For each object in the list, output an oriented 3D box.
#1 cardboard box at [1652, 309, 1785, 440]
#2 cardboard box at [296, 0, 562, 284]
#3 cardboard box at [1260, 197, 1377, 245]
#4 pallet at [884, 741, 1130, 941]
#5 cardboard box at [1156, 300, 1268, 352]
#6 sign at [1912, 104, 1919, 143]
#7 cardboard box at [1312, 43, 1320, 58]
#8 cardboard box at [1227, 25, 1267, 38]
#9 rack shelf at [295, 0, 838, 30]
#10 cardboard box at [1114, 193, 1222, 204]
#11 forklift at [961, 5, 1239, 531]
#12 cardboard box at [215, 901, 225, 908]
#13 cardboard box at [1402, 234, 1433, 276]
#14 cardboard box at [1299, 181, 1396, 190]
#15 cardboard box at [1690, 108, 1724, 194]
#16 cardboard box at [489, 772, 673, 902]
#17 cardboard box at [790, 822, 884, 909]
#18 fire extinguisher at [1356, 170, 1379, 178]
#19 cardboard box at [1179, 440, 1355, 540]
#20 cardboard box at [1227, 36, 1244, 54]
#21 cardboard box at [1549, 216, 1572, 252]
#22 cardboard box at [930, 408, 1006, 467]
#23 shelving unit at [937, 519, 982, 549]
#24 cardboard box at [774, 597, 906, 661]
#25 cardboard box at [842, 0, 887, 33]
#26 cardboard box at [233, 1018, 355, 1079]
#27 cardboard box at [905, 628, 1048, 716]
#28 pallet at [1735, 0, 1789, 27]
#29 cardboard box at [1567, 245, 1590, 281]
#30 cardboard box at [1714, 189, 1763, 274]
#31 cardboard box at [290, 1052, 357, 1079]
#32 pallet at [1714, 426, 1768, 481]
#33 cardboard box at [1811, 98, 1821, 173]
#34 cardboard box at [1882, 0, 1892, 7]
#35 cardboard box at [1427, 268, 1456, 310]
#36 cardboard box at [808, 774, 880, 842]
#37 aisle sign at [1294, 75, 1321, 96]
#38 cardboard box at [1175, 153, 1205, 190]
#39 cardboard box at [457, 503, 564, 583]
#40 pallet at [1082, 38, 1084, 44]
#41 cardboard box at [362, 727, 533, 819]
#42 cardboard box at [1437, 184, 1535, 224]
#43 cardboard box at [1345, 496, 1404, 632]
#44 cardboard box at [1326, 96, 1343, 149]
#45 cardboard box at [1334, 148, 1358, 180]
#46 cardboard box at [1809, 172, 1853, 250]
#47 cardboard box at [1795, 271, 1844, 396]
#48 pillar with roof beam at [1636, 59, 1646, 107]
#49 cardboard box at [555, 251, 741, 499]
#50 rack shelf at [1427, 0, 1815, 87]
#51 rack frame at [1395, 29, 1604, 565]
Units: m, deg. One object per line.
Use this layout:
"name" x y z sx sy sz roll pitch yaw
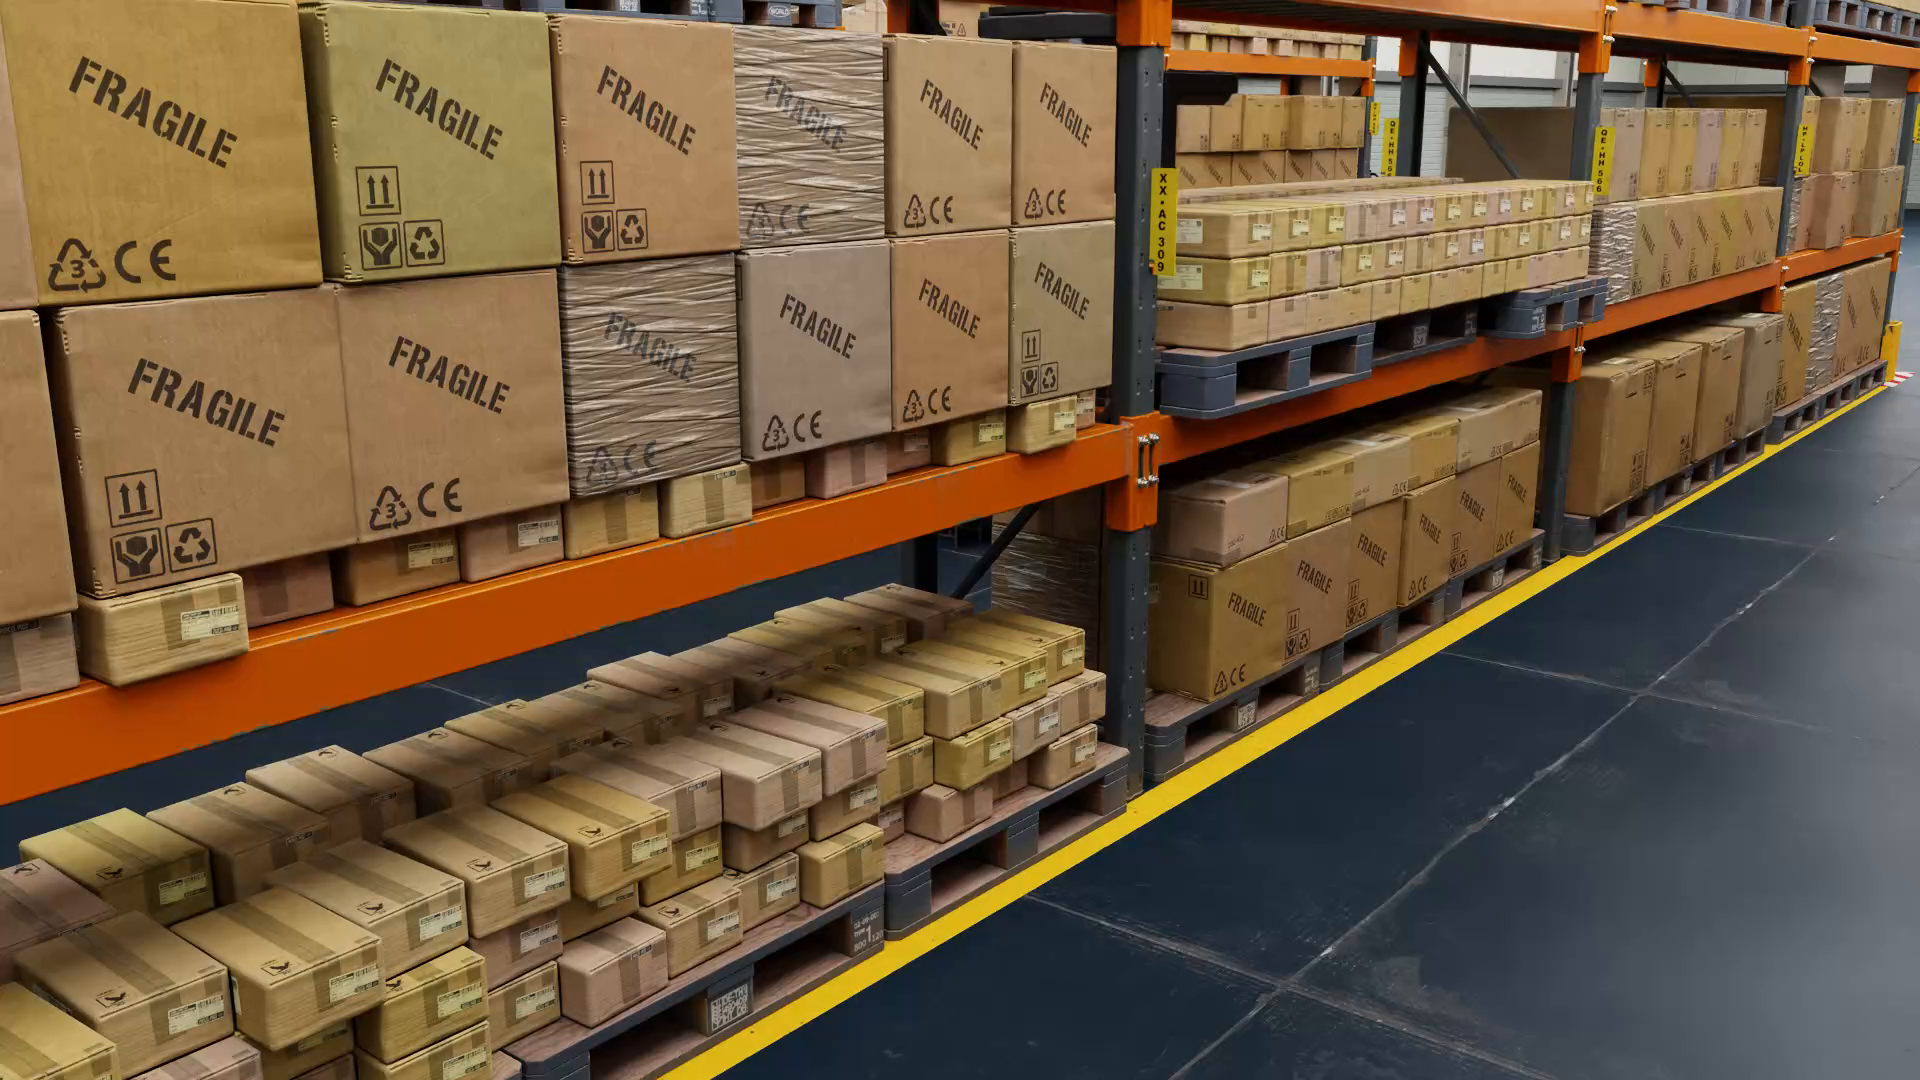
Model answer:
"cardboard box" 4.908 -1.160 11.314 1.050 0.750 0.750 11 18 37
"cardboard box" -1.169 -0.798 3.333 0.500 0.500 0.500 11 18 36
"cardboard box" 1.298 -1.173 6.096 0.380 0.149 0.250 11 18 37
"pallet" -0.194 0.838 5.396 1.003 0.211 1.213 11 18 38
"cardboard box" 0.806 -0.734 5.577 0.380 0.149 0.250 10 17 35
"sign" 8.156 -3.535 14.114 0.100 0.325 0.005 11 18 38
"cardboard box" 3.287 -4.776 16.251 0.380 0.149 0.250 11 18 38
"cardboard box" 2.446 -4.688 15.092 0.500 0.250 0.500 11 18 38
"rack shelf" -2.456 -2.883 9.747 1.077 0.370 4.000 11 18 38
"cardboard box" 0.798 -1.276 6.503 0.380 0.149 0.250 11 18 37
"forklift" 0.937 -1.730 9.982 1.130 2.935 3.031 12 19 39
"cardboard box" -1.630 0.872 3.932 0.380 0.149 0.250 11 18 37
"cardboard box" 1.626 -1.130 6.532 0.380 0.149 0.250 11 18 37
"cardboard box" 1.782 -1.577 7.686 0.380 0.149 0.250 10 18 35
"cardboard box" 4.281 -2.421 10.328 0.700 0.500 0.500 11 18 38
"cardboard box" -0.909 0.705 3.983 0.380 0.149 0.250 12 18 38
"cardboard box" -0.432 0.856 4.596 0.380 0.149 0.250 11 18 37
"fire extinguisher" 4.259 -3.606 17.381 0.296 0.674 0.183 11 18 38
"cardboard box" 1.203 -0.206 6.543 0.500 0.250 0.500 12 18 39
"cardboard box" 2.344 -4.478 15.075 0.380 0.149 0.250 11 18 36
"cardboard box" 2.591 -1.423 7.687 0.380 0.149 0.250 12 19 40
"cardboard box" -0.089 -0.327 4.828 0.380 0.149 0.250 12 19 40
"shelving unit" -0.039 -0.425 8.970 0.258 0.900 0.210 12 19 39
"cardboard box" -0.397 0.320 5.502 0.380 0.149 0.250 12 19 40
"cardboard box" -0.709 -3.632 11.509 0.396 0.266 0.258 11 18 38
"cardboard box" -1.484 0.987 3.477 0.380 0.149 0.250 12 18 38
"cardboard box" 0.049 0.406 5.163 0.380 0.149 0.250 12 18 38
"pallet" 4.690 -3.358 10.545 0.805 0.209 1.217 10 18 35
"cardboard box" 2.762 -1.330 7.923 0.380 0.149 0.250 12 18 38
"cardboard box" 4.791 -1.990 10.662 0.500 0.500 0.500 11 18 37
"cardboard box" -1.484 1.134 3.503 0.380 0.149 0.250 12 18 38
"pallet" 4.802 -0.669 11.327 1.003 0.211 1.213 11 18 38
"cardboard box" 5.742 -2.965 12.203 0.875 0.550 0.550 11 18 38
"cardboard box" 6.838 -4.122 12.618 0.380 0.149 0.250 12 18 38
"cardboard box" 1.783 -1.032 6.752 0.380 0.149 0.250 10 17 35
"cardboard box" -0.445 0.688 4.655 0.380 0.149 0.250 12 18 39
"aisle sign" 3.626 -5.012 17.482 0.394 0.787 0.004 11 18 38
"cardboard box" 1.808 -3.160 14.664 0.500 0.500 0.500 11 18 37
"cardboard box" -1.094 -0.032 3.665 0.380 0.149 0.250 11 18 36
"pallet" 0.844 -4.188 13.804 1.213 0.211 1.003 11 18 38
"cardboard box" -1.322 0.626 4.296 0.380 0.149 0.250 11 18 36
"cardboard box" 2.274 -1.469 7.264 0.380 0.149 0.250 12 19 39
"cardboard box" 1.521 0.056 7.035 0.500 0.500 0.500 12 18 38
"cardboard box" 3.353 -4.142 16.499 0.700 0.500 0.500 11 18 38
"cardboard box" 3.702 -3.739 16.940 0.500 0.500 0.500 11 18 37
"cardboard box" 6.210 -2.519 12.642 0.875 0.550 0.550 11 18 38
"cardboard box" 6.242 -1.636 12.935 0.875 0.875 0.875 11 18 38
"pillar with roof beam" 21.031 -12.453 39.866 9.100 9.000 0.400 11 18 38
"cardboard box" -0.867 -0.414 3.855 0.500 0.500 0.500 11 18 36
"rack shelf" 3.971 -2.902 9.823 1.077 0.370 4.000 11 18 38
"rack frame" 2.714 -1.414 8.596 1.000 3.000 0.127 11 18 38
